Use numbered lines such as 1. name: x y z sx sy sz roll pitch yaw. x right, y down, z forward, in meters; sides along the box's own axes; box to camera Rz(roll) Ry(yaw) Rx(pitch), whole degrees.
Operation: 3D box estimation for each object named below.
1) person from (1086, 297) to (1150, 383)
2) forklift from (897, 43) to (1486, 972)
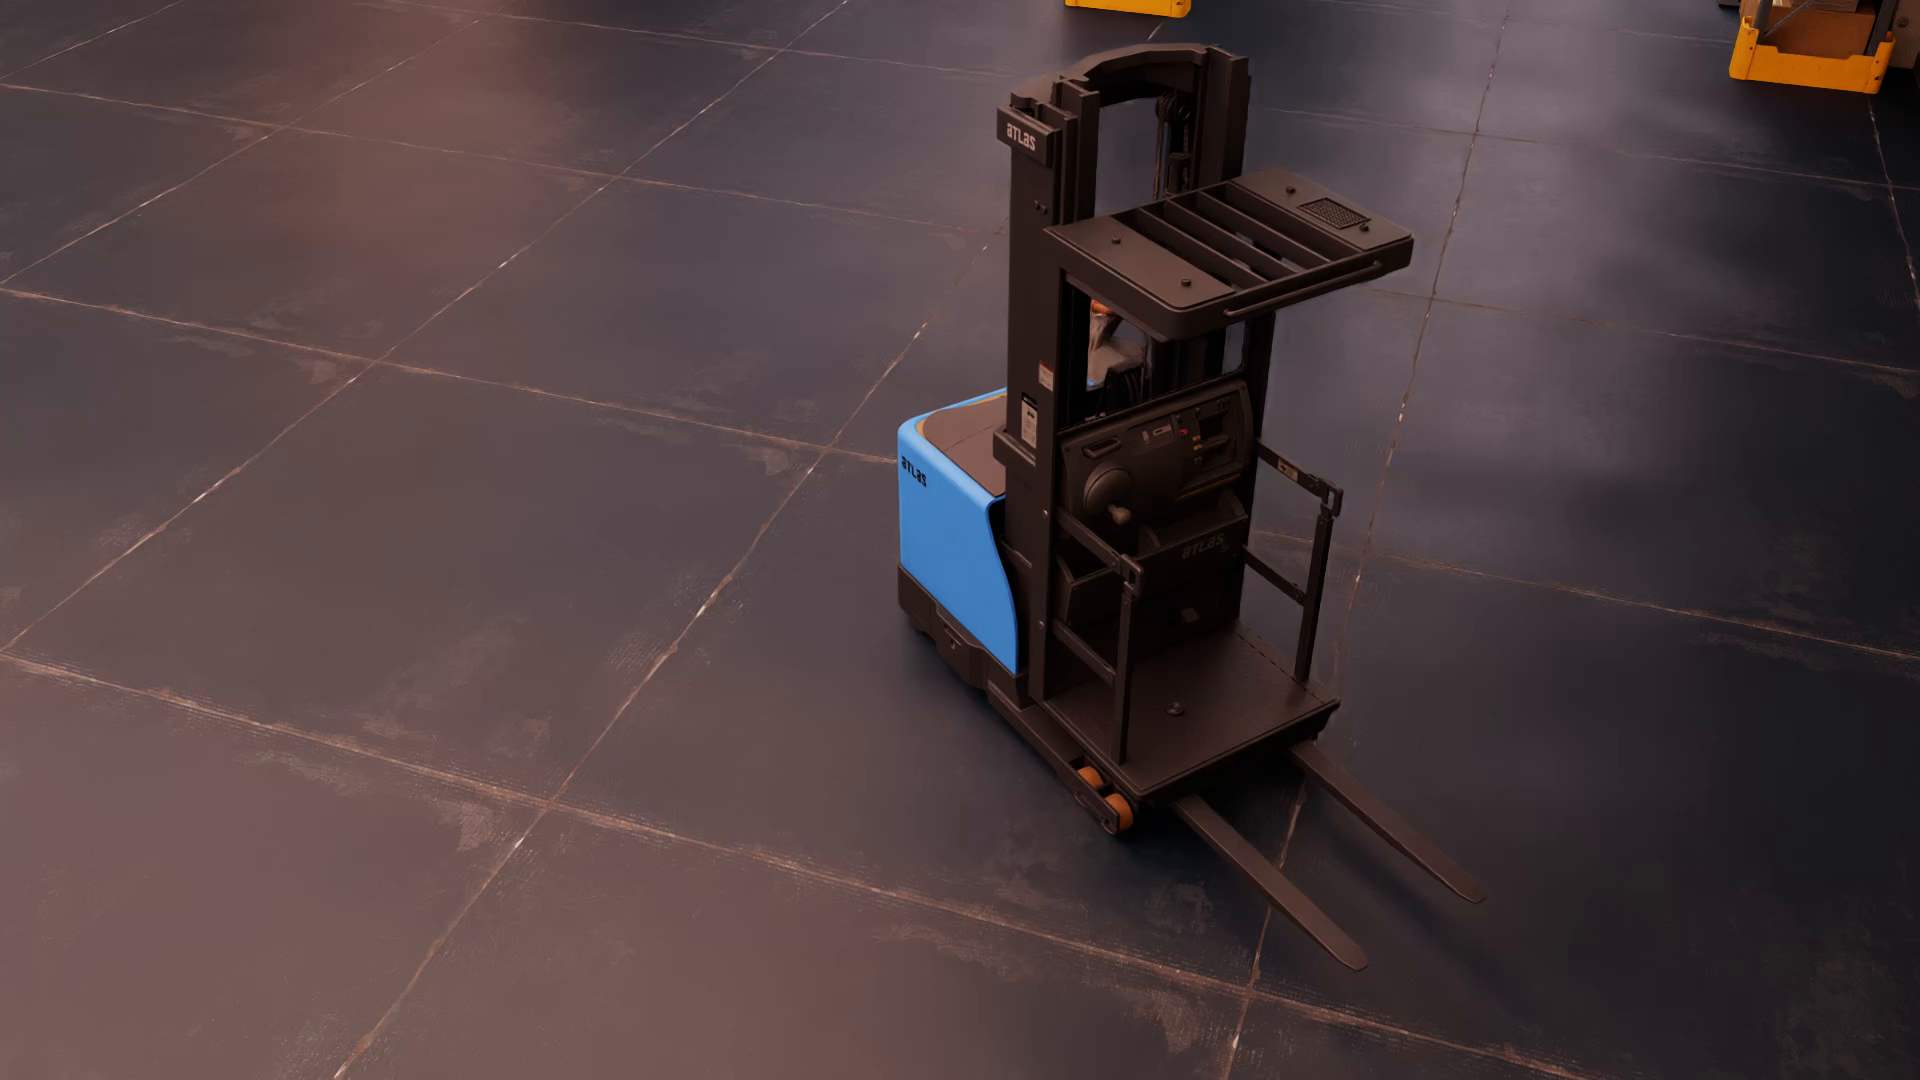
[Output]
1. person: 0.890 -1.068 8.975 0.910 1.414 0.739 8 36 11
2. forklift: 0.915 -0.287 6.515 1.130 2.935 3.031 -20 40 -26
